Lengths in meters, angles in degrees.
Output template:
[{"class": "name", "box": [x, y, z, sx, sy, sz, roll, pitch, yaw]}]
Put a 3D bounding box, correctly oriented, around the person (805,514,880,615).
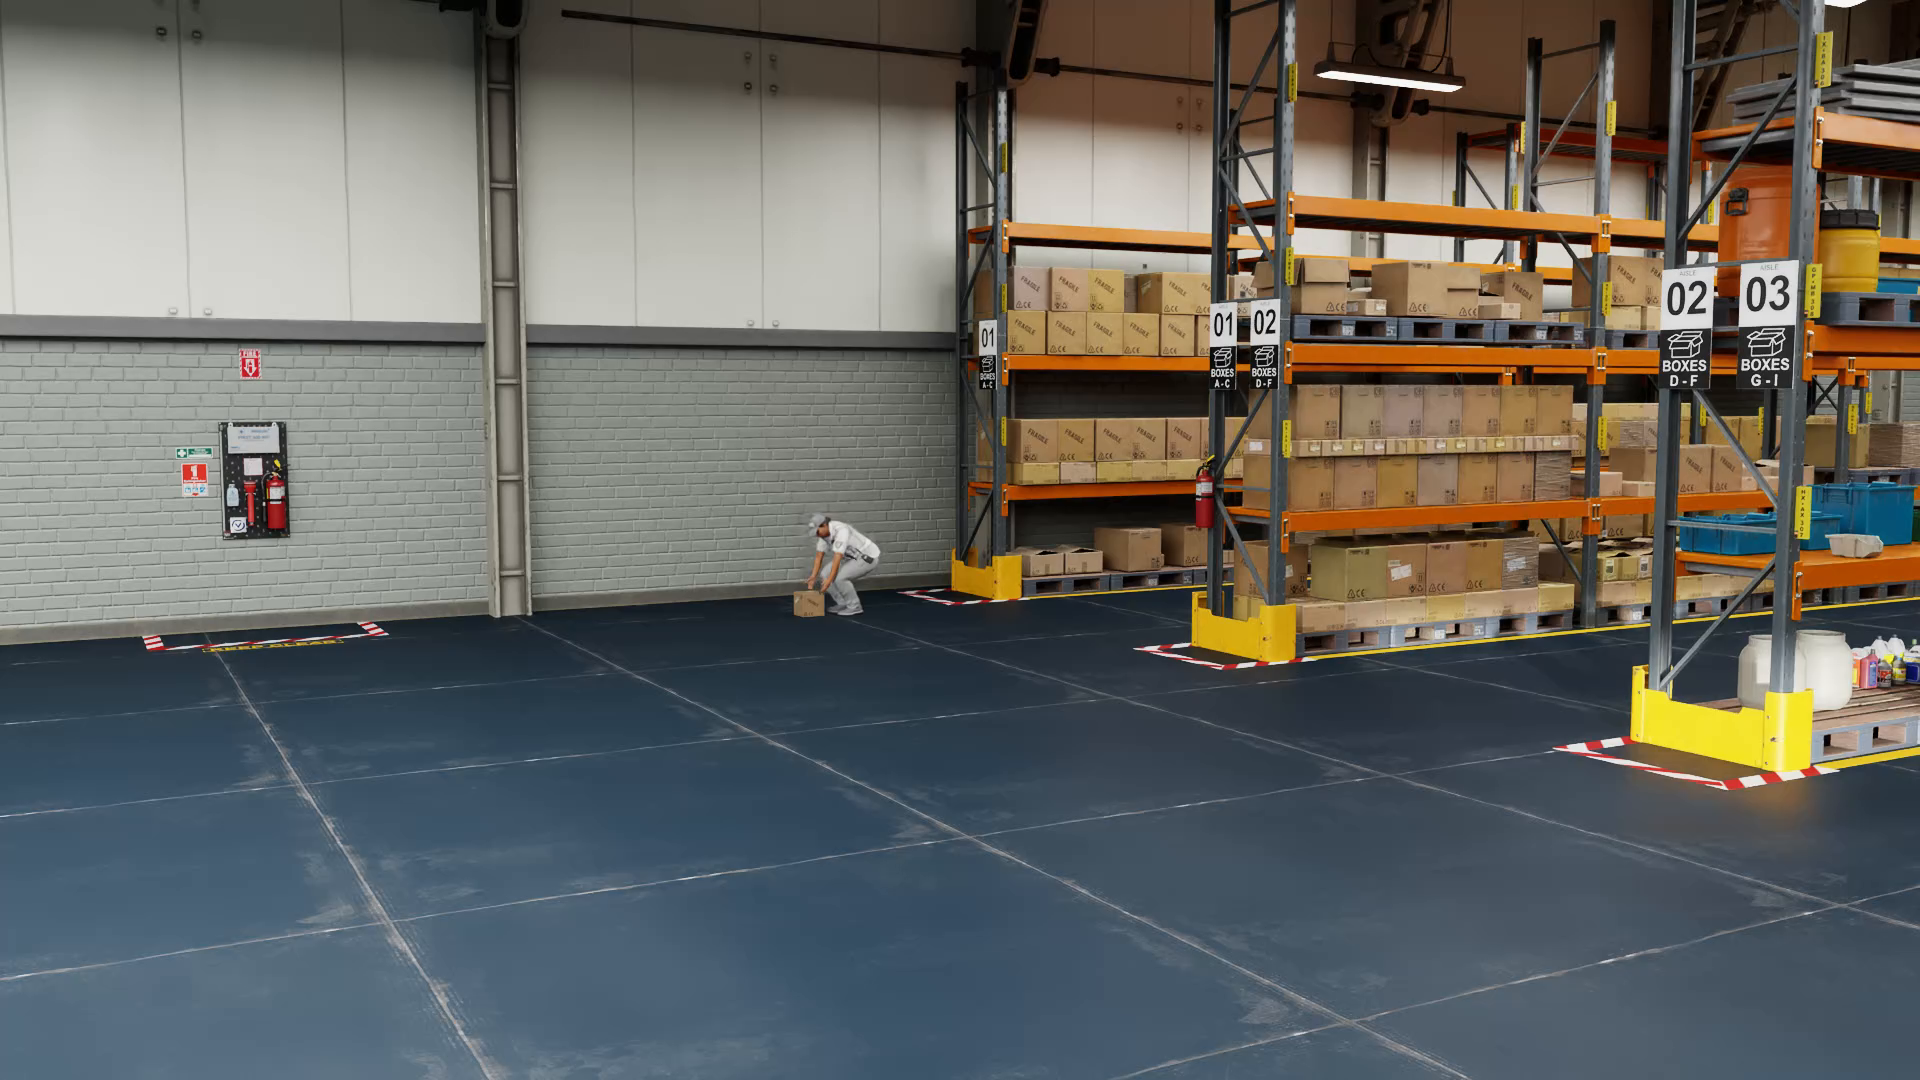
[{"class": "person", "box": [-1.265, 0.254, 17.890, 0.833, 1.094, 0.530, -3, 6, -29]}]
